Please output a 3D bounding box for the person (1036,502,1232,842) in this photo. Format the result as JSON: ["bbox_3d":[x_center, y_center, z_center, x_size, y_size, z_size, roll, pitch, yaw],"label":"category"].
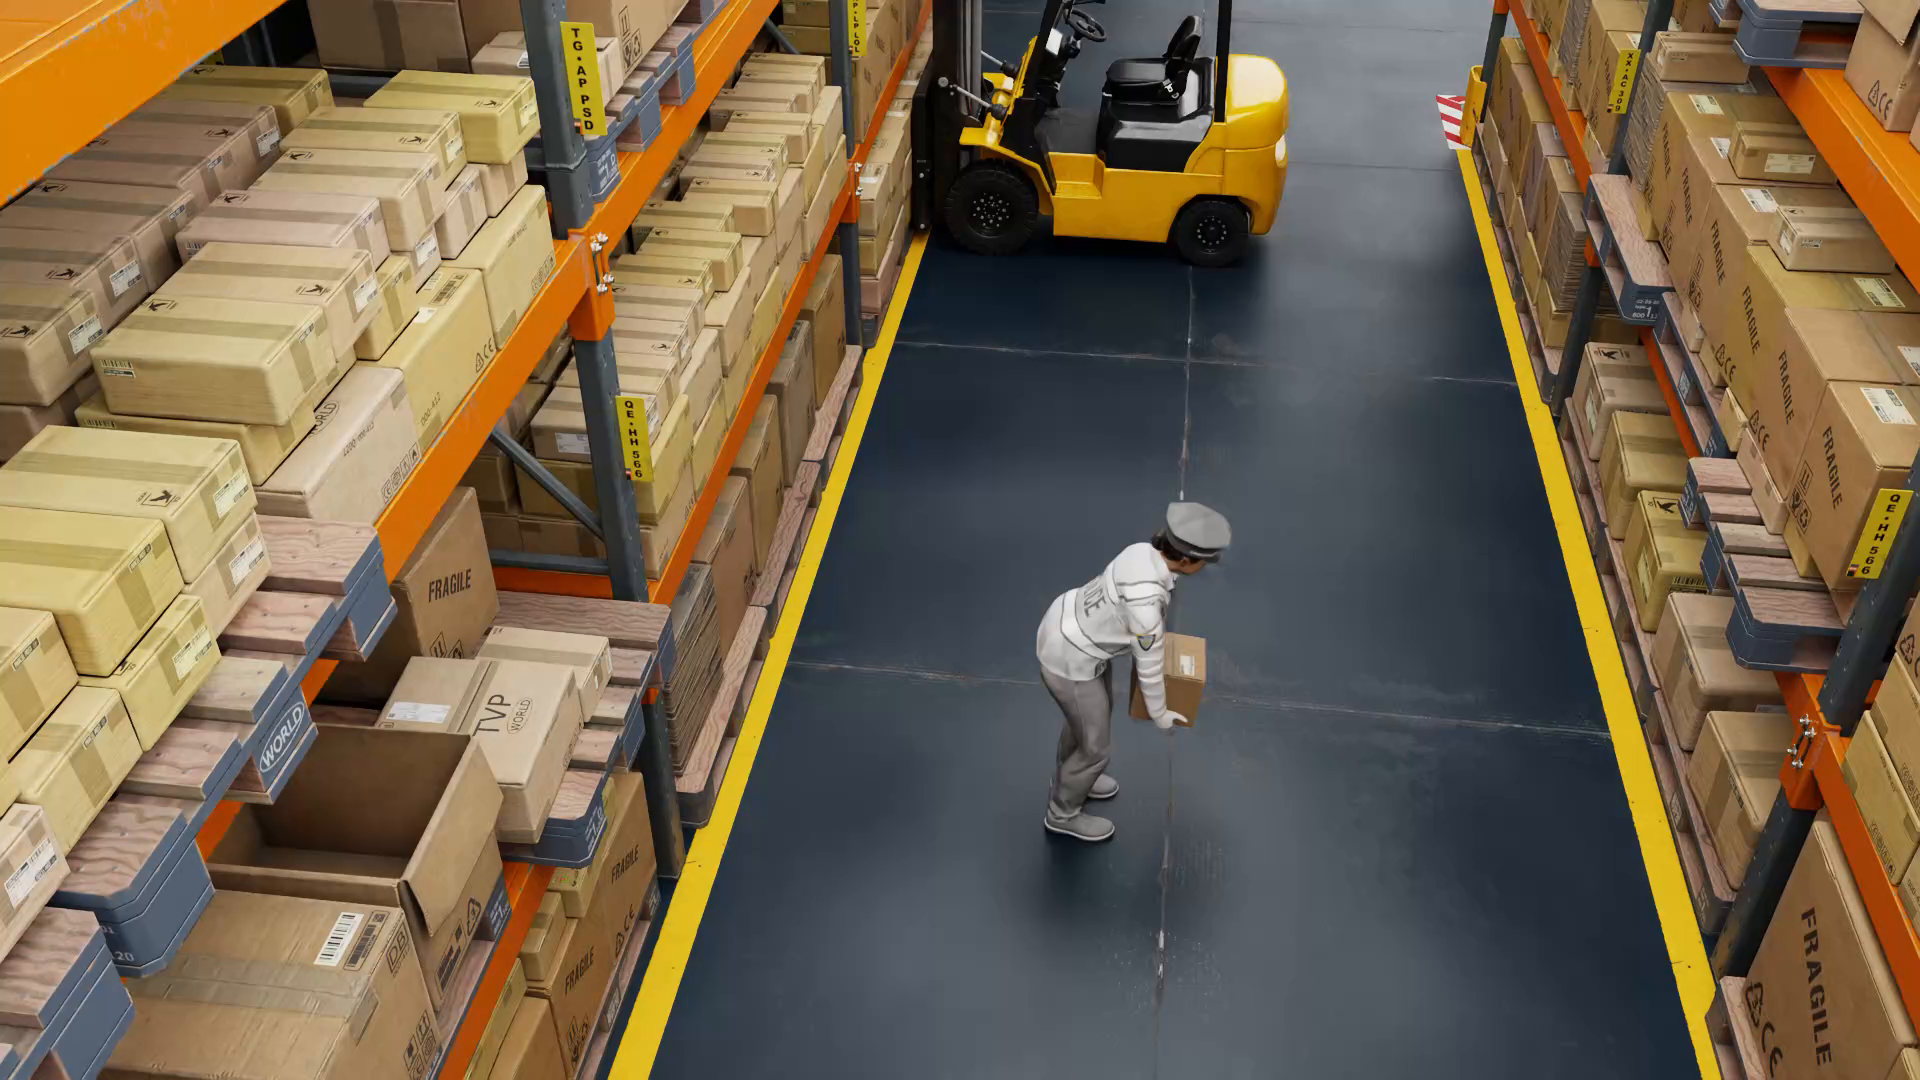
[{"bbox_3d":[0.640,0.512,6.462,0.695,1.530,0.406,4,37,5],"label":"person"}]
